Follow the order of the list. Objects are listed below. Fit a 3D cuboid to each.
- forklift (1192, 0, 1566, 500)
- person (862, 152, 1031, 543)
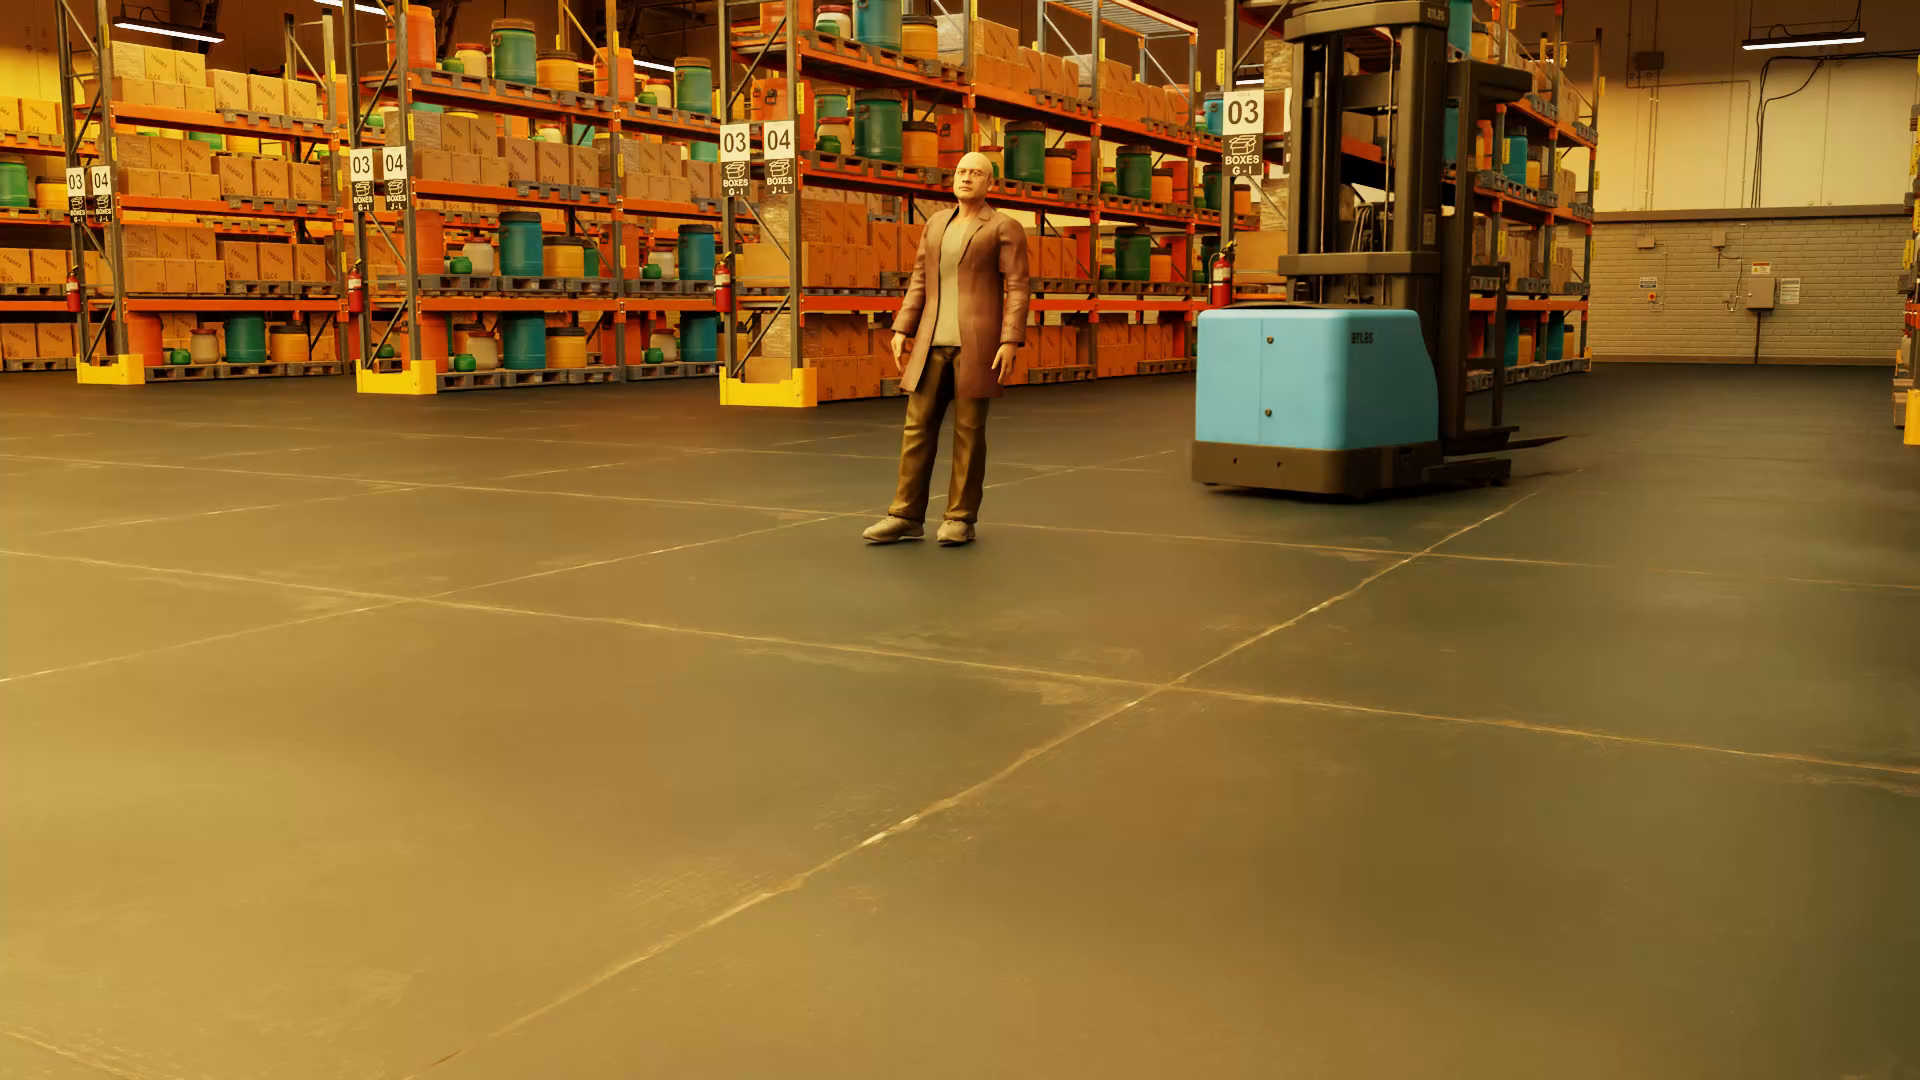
[{"bbox_3d":[2.783,-1.822,10.296,3.031,2.935,1.130,-7,11,-43],"label":"forklift"},{"bbox_3d":[-0.048,-0.877,7.613,0.696,1.778,0.579,4,9,29],"label":"person"}]
